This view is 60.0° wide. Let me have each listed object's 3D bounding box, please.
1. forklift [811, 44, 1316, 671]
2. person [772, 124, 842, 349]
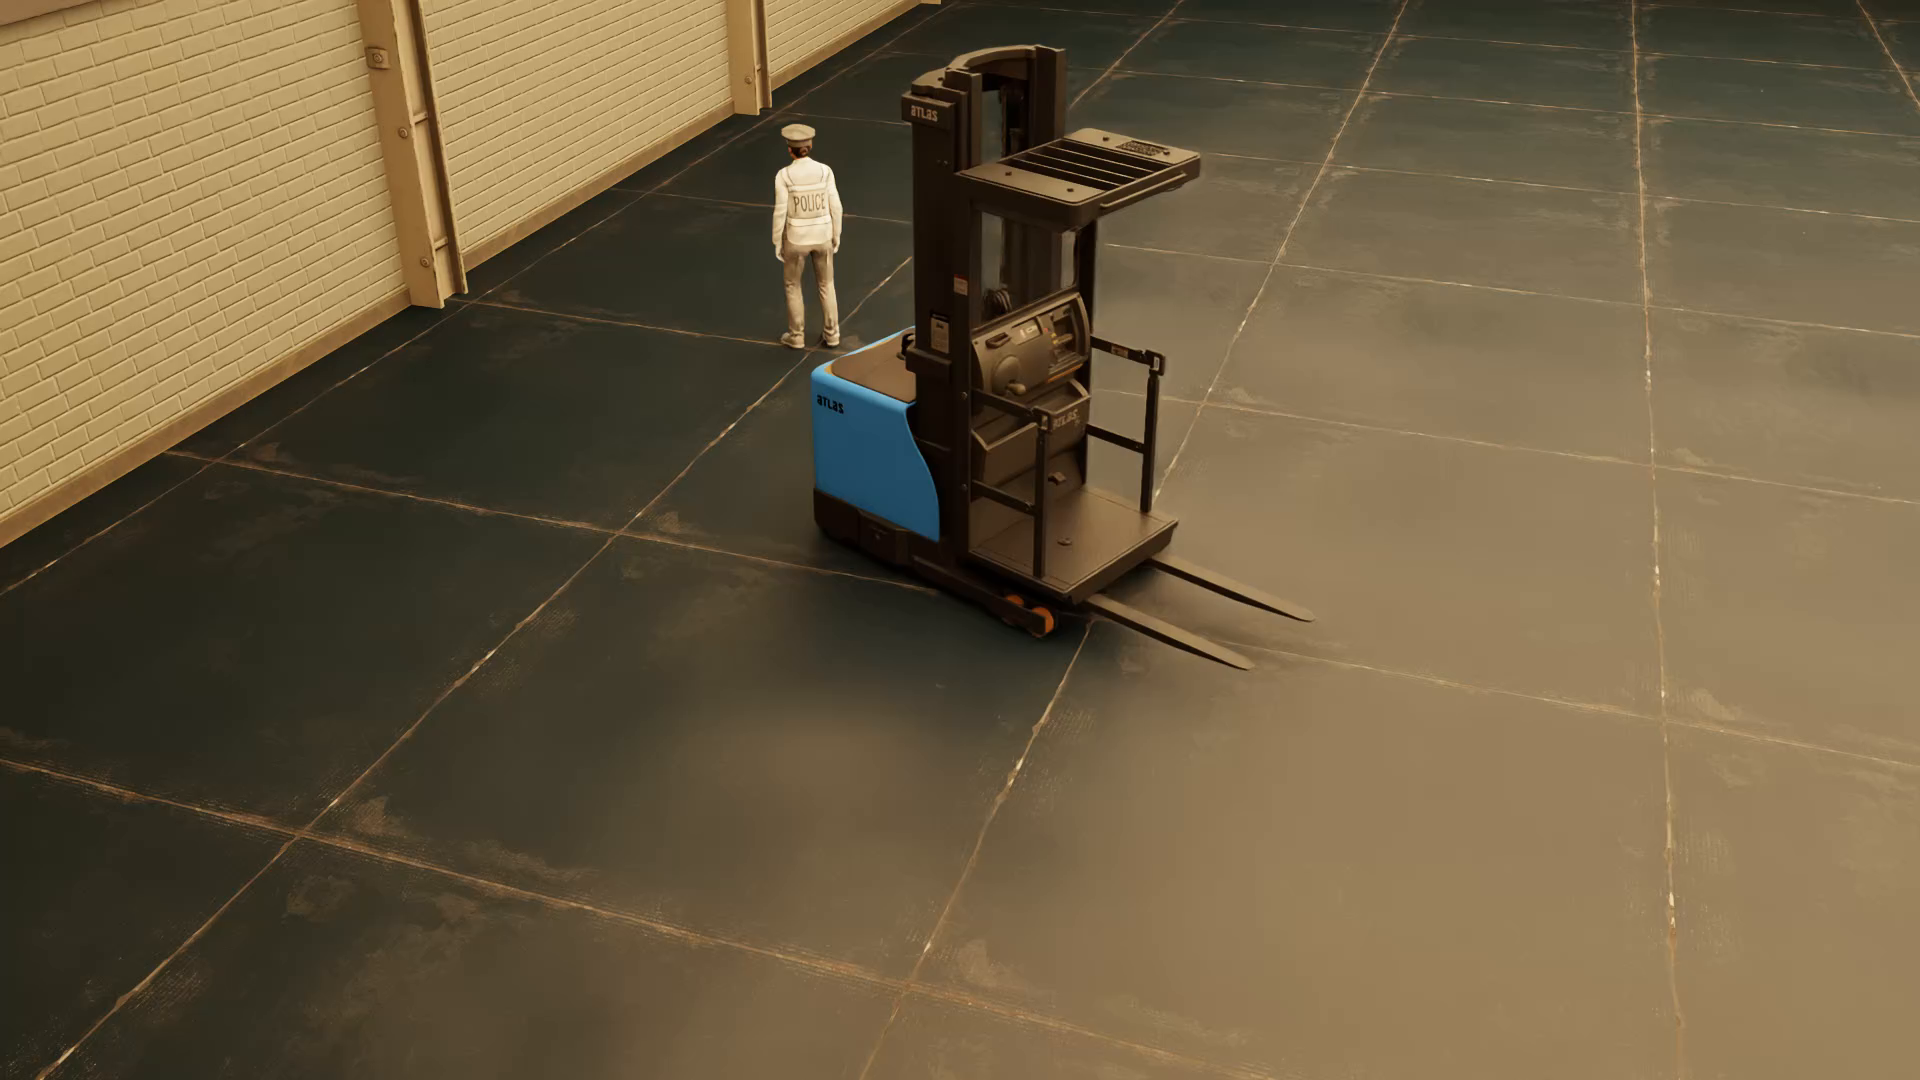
[{"bbox_3d":[0.553,-1.034,8.950,3.031,2.935,1.130,23,37,35],"label":"forklift"},{"bbox_3d":[-1.134,-2.219,12.321,0.534,1.667,0.380,-10,31,-17],"label":"person"}]
